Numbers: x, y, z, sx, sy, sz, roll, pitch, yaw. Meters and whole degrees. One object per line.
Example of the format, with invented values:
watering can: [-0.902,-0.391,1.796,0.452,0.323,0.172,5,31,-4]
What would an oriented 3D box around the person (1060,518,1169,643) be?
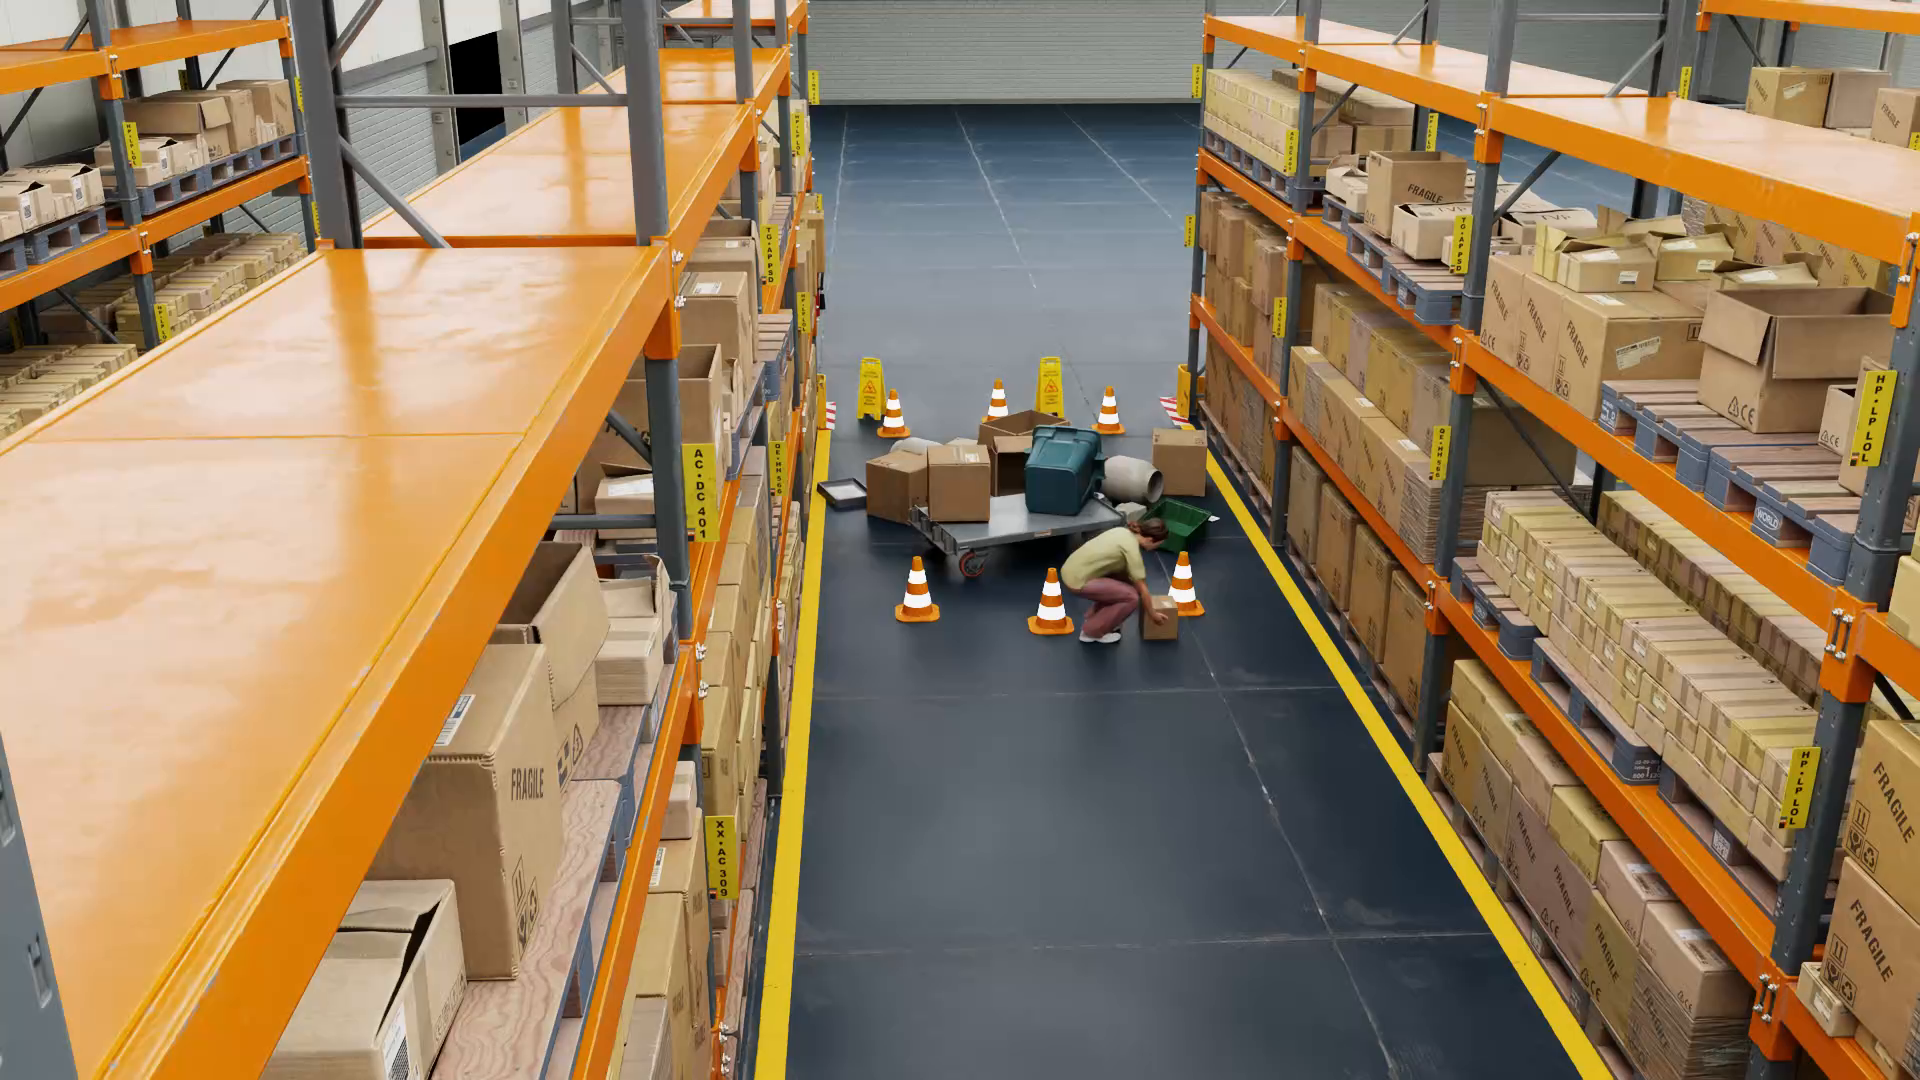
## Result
person: [1.139,0.279,12.284,0.798,0.891,0.489,-1,21,-3]
